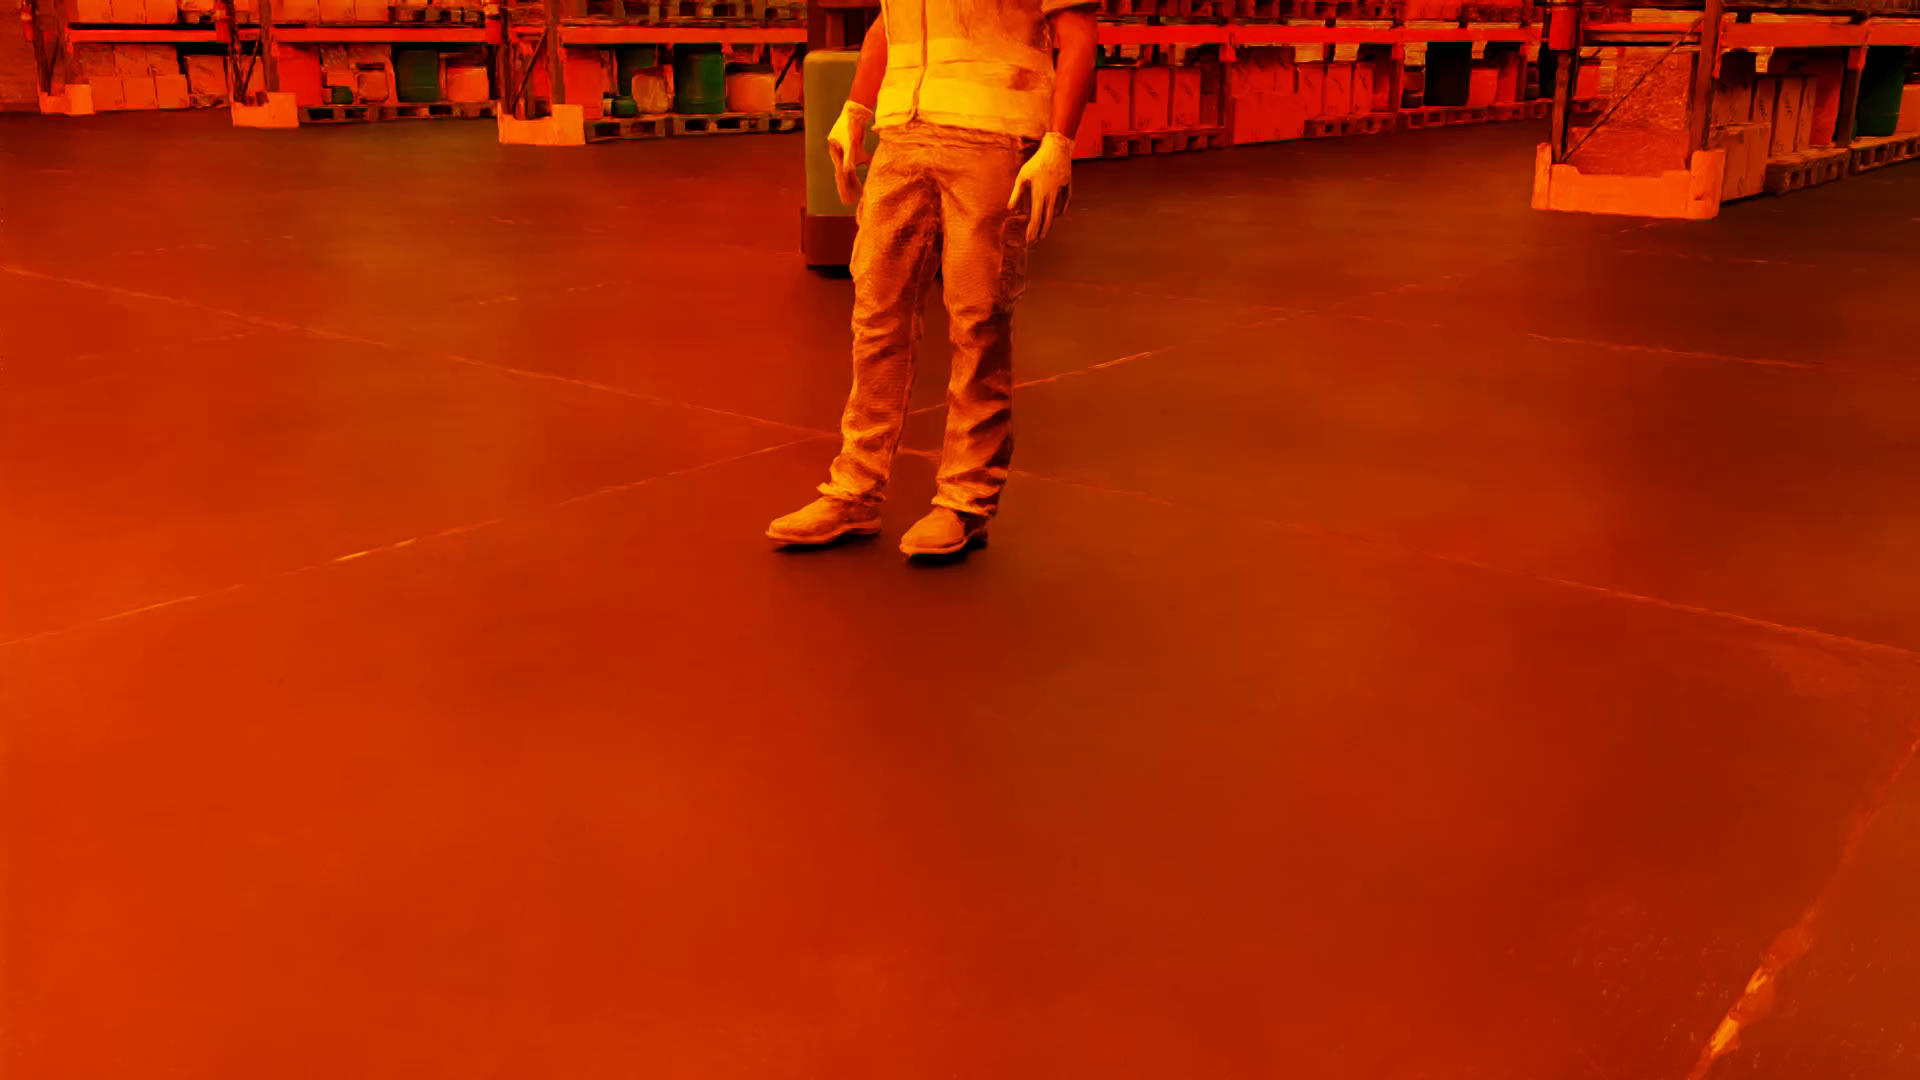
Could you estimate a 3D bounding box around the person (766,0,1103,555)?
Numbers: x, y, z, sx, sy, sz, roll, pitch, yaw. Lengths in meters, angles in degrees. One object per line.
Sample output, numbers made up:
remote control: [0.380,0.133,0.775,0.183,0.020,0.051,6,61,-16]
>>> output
person: [-0.052,-0.845,3.632,0.655,1.782,0.576,13,21,37]

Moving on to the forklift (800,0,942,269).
forklift: [-0.293,-3.116,9.158,1.130,2.935,3.031,-1,17,-2]
